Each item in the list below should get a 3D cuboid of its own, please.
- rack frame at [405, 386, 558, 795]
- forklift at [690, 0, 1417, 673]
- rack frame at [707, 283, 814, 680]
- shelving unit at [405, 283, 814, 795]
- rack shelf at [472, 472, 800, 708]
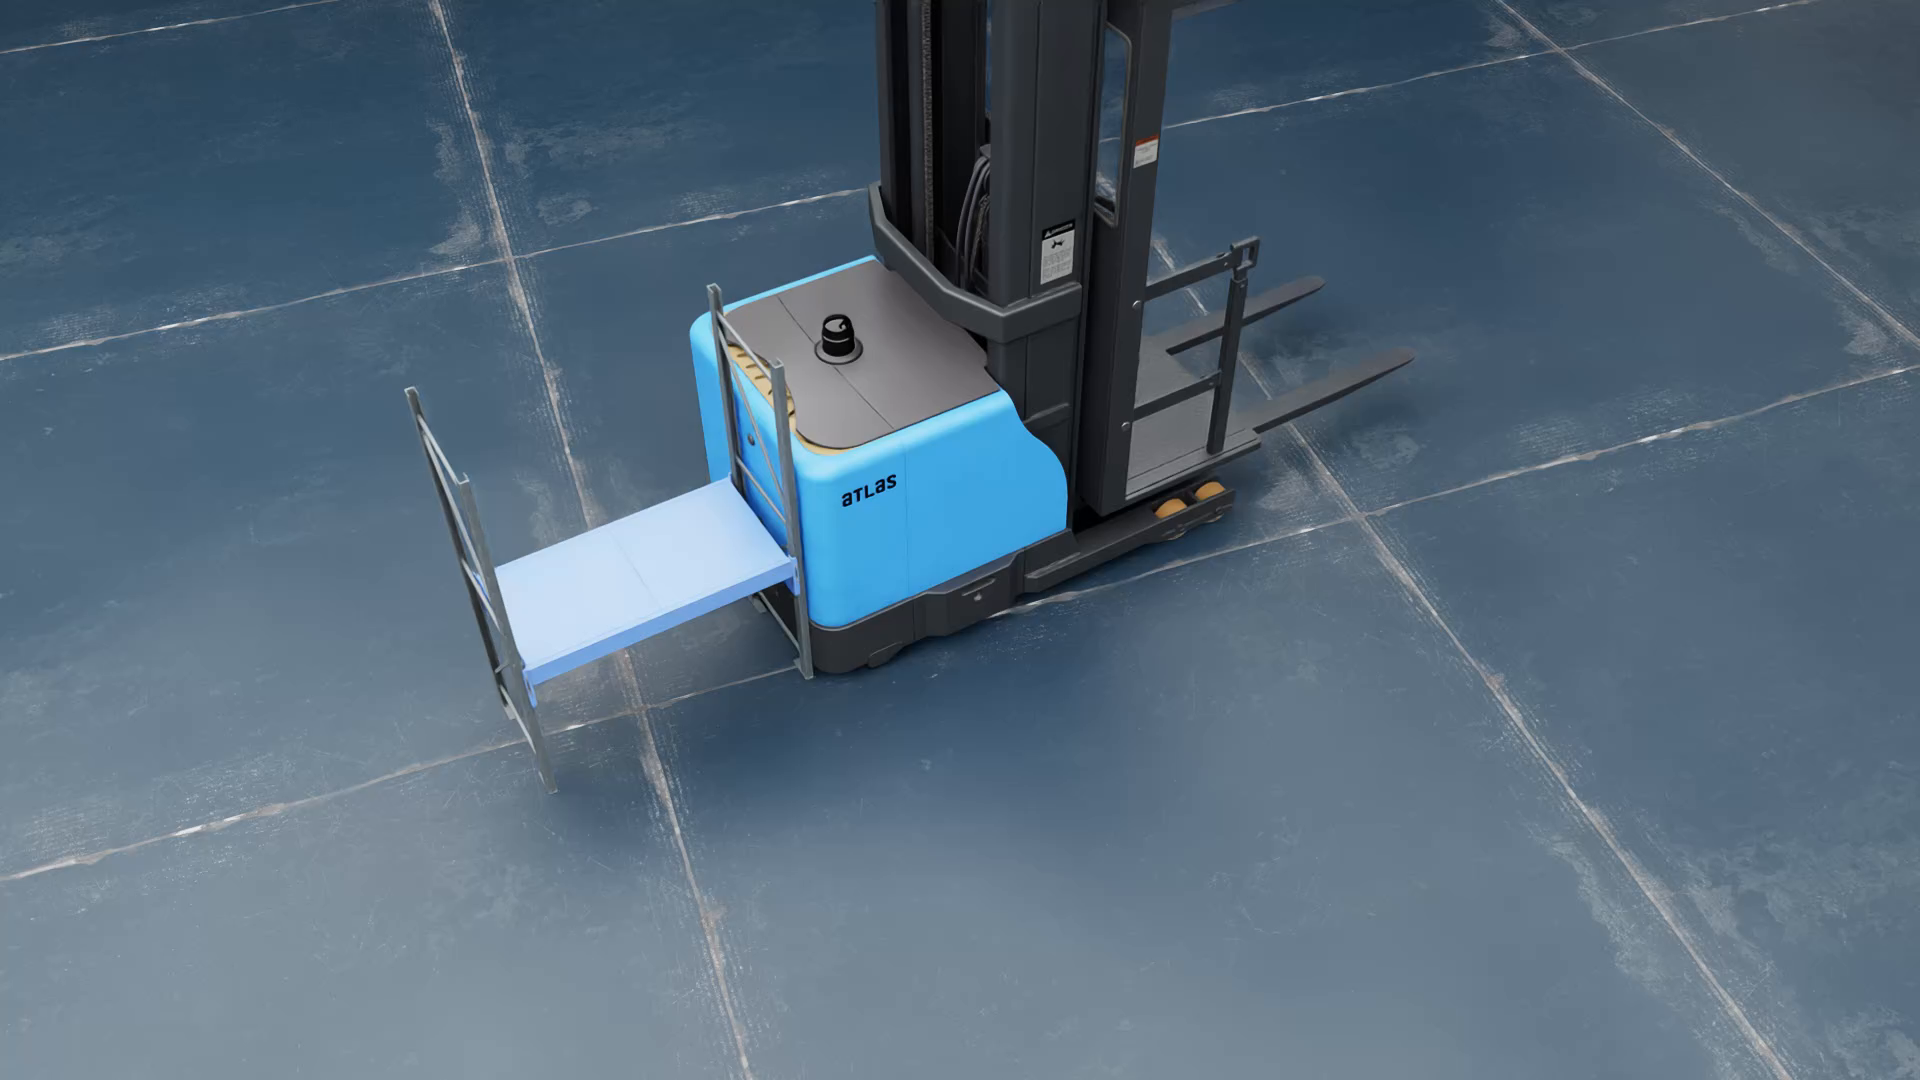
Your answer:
[{"bbox_3d":[-1.559,0.213,5.478,0.032,1.500,0.500,-23,50,-21],"label":"rack frame"},{"bbox_3d":[0.527,-1.335,6.011,3.031,2.935,1.130,-23,50,-21],"label":"forklift"},{"bbox_3d":[-0.690,-0.160,5.851,0.032,1.500,0.500,-23,50,-21],"label":"rack frame"},{"bbox_3d":[-1.125,0.027,5.665,1.048,1.500,0.538,-23,50,-21],"label":"shelving unit"},{"bbox_3d":[-1.125,0.154,5.792,1.000,0.185,0.538,-23,50,-21],"label":"rack shelf"}]
